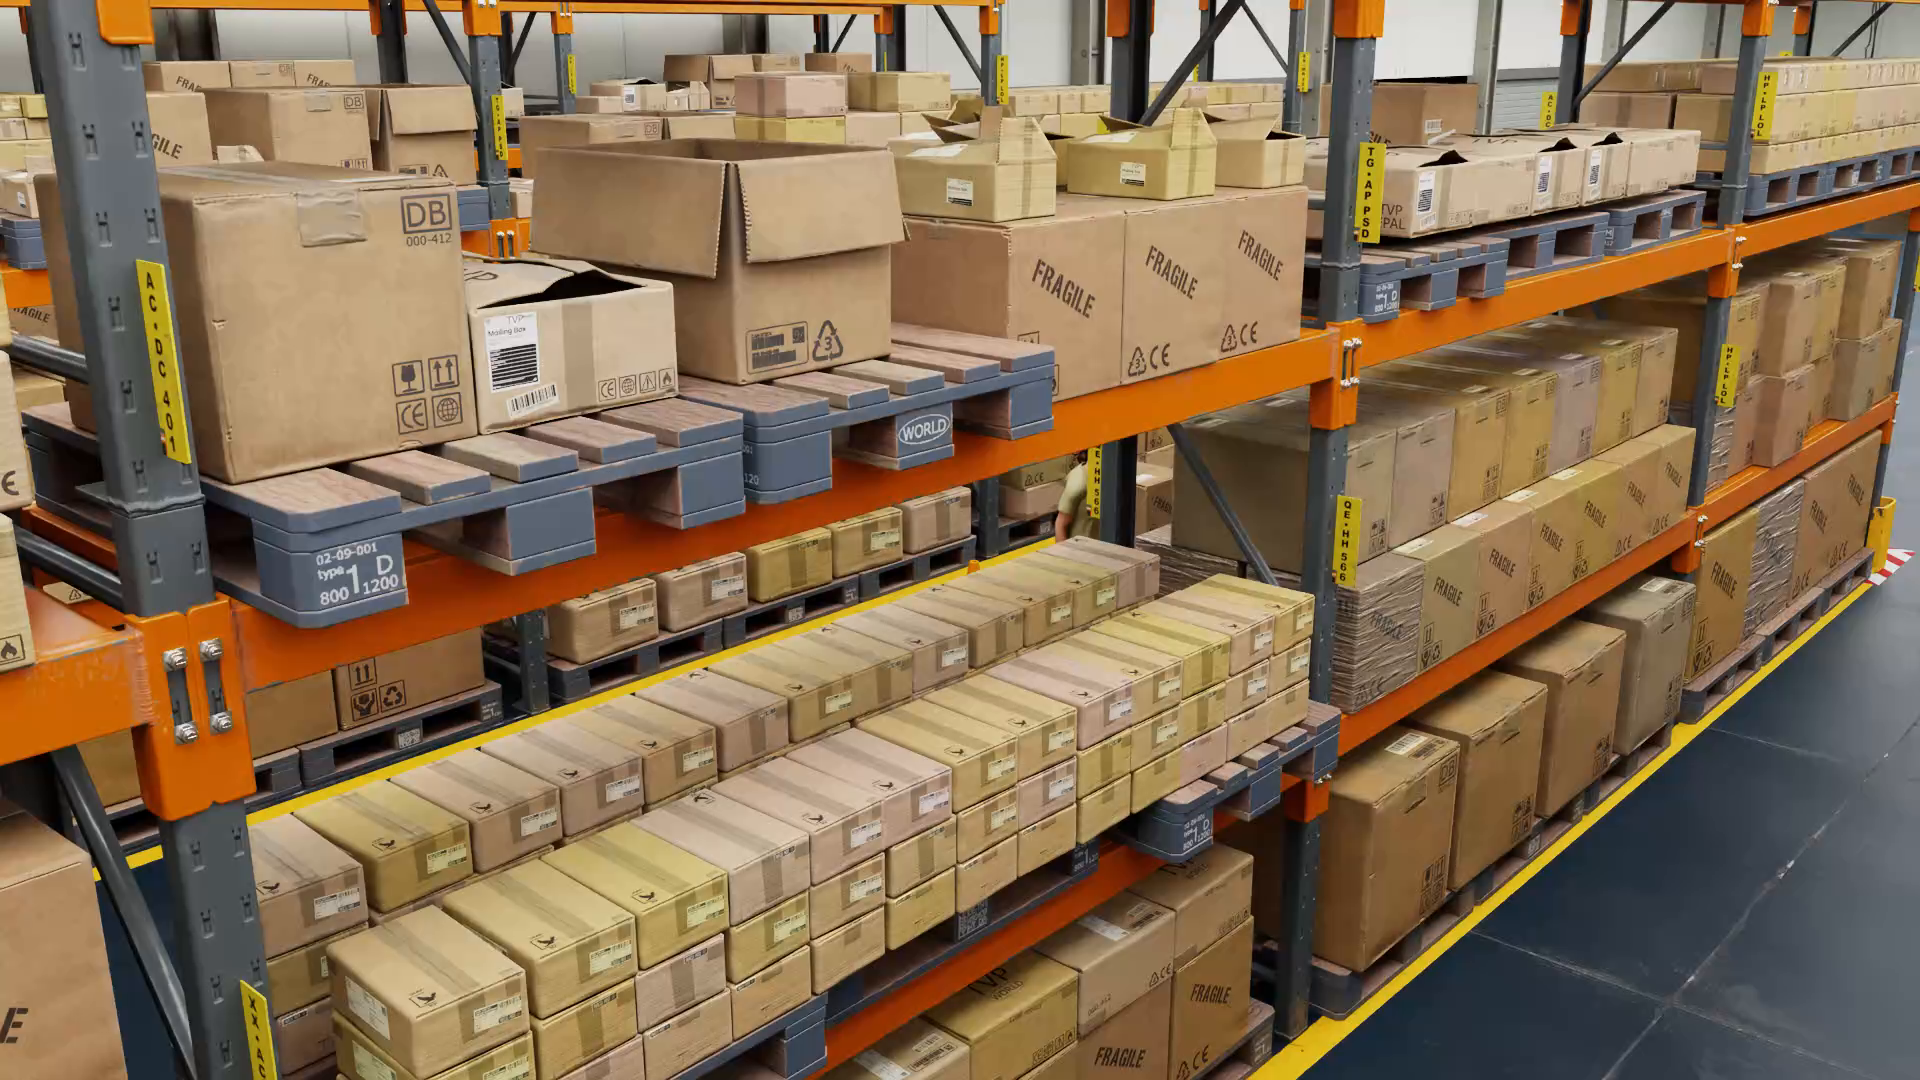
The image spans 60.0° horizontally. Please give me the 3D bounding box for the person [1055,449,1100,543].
[{"bbox_3d":[0.758,0.137,9.599,0.362,1.672,0.496,14,22,39],"label":"person"}]
